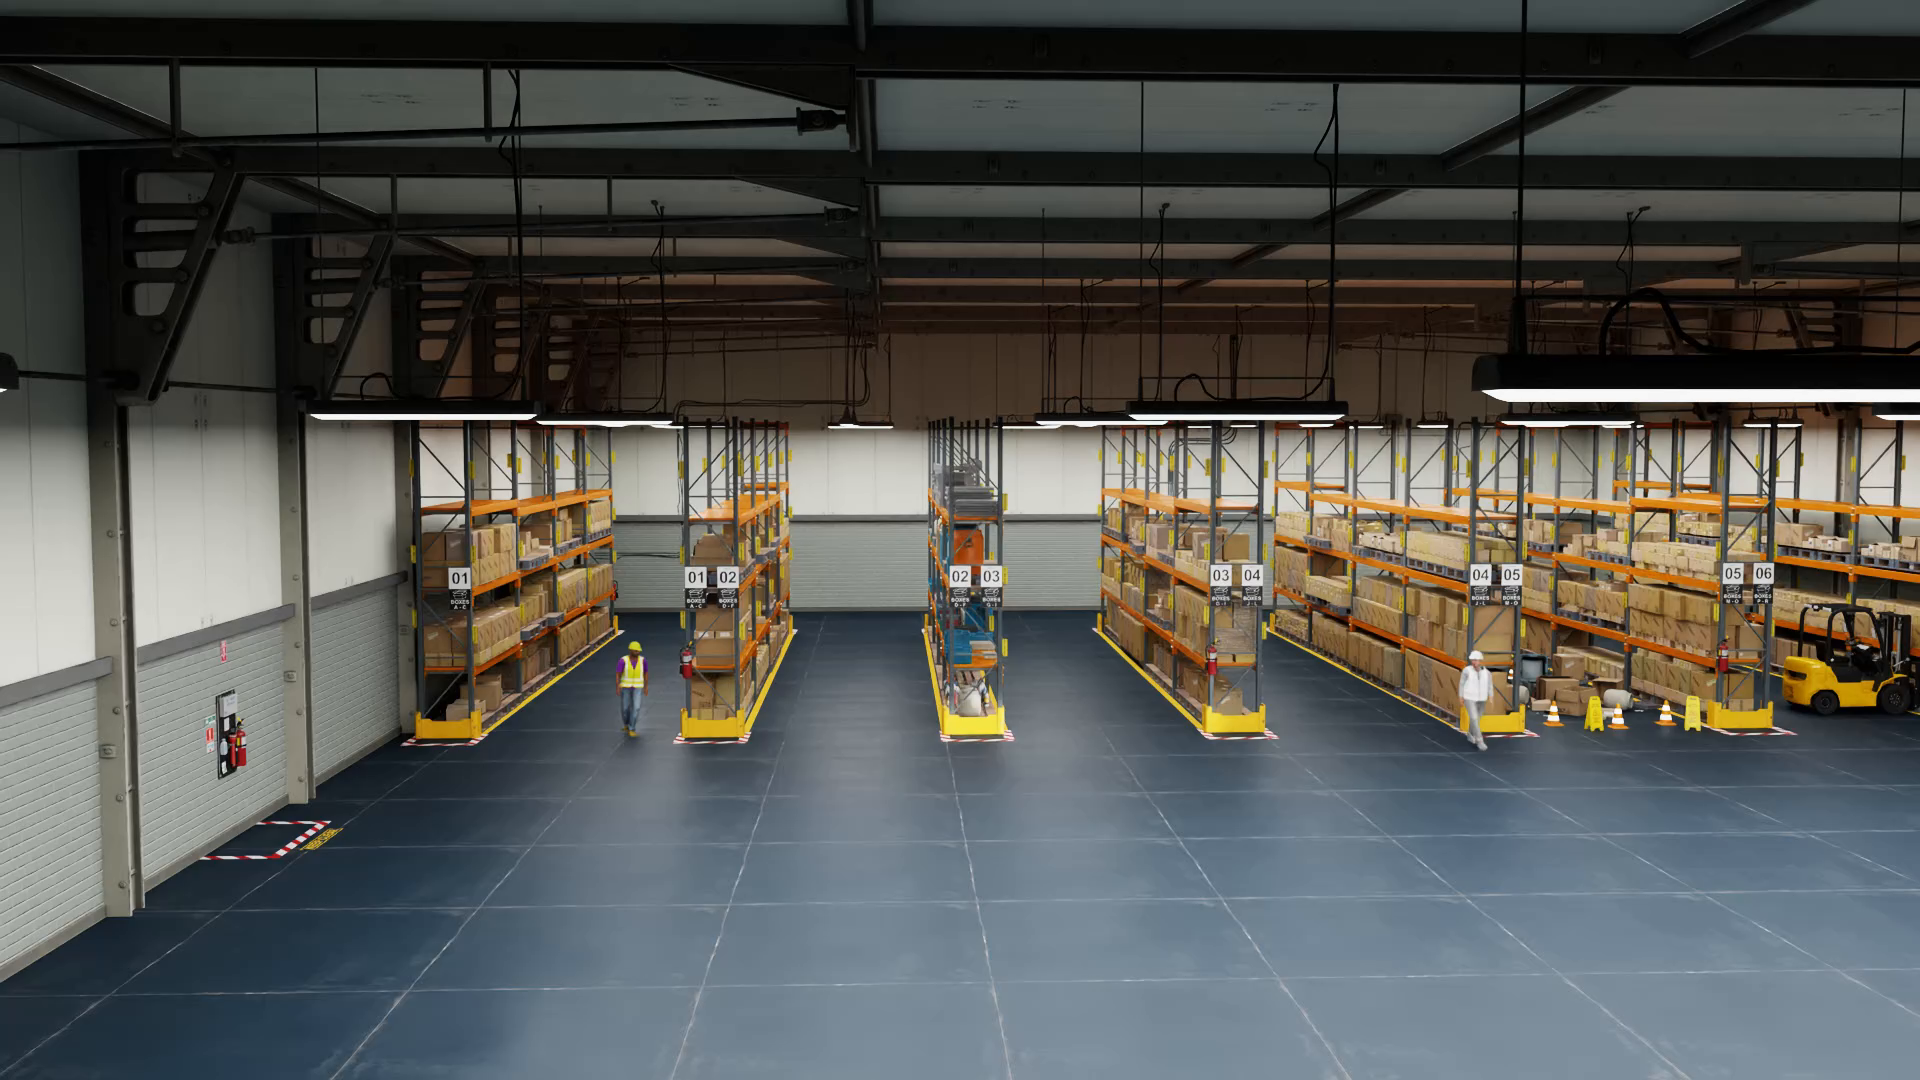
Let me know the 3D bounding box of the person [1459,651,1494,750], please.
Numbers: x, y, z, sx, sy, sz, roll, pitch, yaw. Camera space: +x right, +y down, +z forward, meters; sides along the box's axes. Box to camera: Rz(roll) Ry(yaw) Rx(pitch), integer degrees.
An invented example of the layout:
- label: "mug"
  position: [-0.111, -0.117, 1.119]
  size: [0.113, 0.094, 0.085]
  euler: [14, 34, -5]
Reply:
- label: "person"
  position: [9.358, 2.869, 30.047]
  size: [0.568, 1.731, 0.957]
  euler: [0, 4, -7]

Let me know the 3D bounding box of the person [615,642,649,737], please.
- label: "person"
  position: [-6.204, 2.818, 31.471]
  size: [0.658, 1.786, 0.696]
  euler: [-1, 4, -21]

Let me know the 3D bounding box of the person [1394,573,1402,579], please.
- label: "person"
  position: [13.158, 1.699, 49.934]
  size: [0.661, 1.538, 0.737]
  euler: [1, 4, 10]
